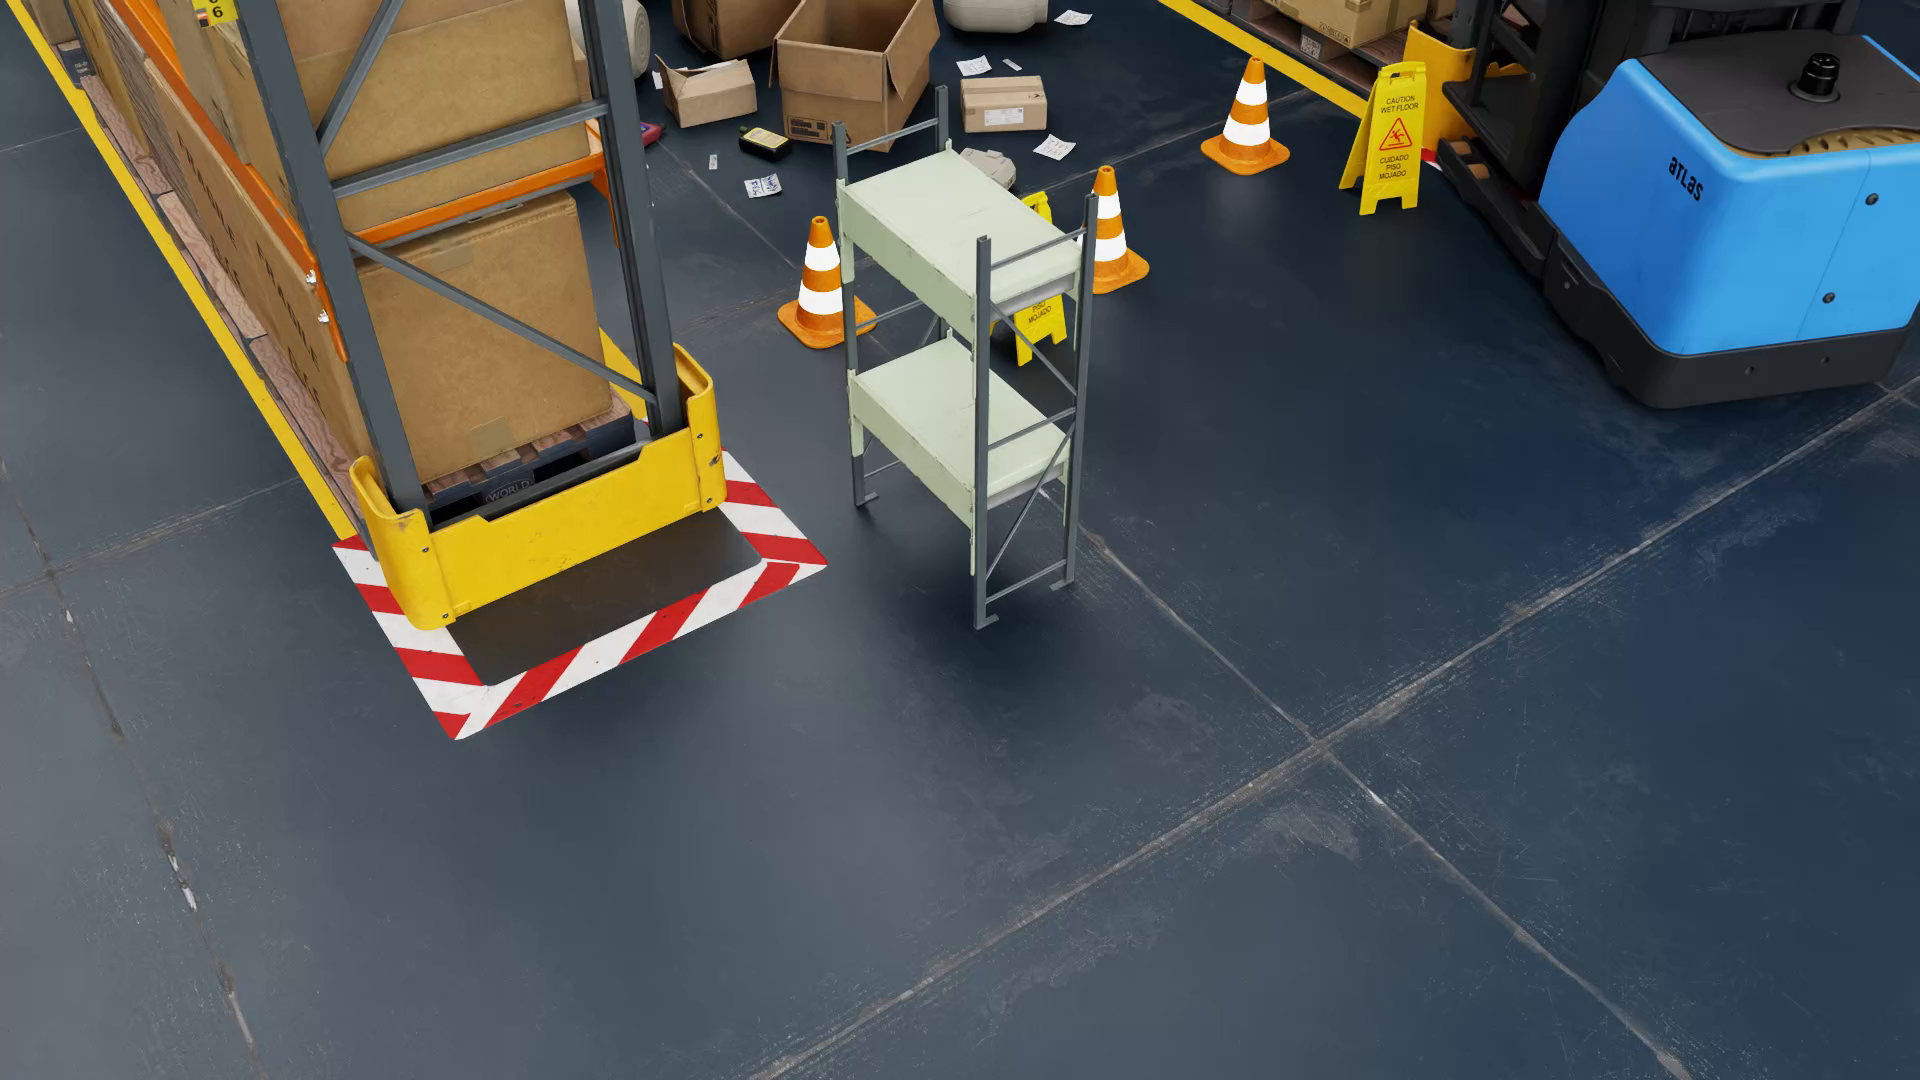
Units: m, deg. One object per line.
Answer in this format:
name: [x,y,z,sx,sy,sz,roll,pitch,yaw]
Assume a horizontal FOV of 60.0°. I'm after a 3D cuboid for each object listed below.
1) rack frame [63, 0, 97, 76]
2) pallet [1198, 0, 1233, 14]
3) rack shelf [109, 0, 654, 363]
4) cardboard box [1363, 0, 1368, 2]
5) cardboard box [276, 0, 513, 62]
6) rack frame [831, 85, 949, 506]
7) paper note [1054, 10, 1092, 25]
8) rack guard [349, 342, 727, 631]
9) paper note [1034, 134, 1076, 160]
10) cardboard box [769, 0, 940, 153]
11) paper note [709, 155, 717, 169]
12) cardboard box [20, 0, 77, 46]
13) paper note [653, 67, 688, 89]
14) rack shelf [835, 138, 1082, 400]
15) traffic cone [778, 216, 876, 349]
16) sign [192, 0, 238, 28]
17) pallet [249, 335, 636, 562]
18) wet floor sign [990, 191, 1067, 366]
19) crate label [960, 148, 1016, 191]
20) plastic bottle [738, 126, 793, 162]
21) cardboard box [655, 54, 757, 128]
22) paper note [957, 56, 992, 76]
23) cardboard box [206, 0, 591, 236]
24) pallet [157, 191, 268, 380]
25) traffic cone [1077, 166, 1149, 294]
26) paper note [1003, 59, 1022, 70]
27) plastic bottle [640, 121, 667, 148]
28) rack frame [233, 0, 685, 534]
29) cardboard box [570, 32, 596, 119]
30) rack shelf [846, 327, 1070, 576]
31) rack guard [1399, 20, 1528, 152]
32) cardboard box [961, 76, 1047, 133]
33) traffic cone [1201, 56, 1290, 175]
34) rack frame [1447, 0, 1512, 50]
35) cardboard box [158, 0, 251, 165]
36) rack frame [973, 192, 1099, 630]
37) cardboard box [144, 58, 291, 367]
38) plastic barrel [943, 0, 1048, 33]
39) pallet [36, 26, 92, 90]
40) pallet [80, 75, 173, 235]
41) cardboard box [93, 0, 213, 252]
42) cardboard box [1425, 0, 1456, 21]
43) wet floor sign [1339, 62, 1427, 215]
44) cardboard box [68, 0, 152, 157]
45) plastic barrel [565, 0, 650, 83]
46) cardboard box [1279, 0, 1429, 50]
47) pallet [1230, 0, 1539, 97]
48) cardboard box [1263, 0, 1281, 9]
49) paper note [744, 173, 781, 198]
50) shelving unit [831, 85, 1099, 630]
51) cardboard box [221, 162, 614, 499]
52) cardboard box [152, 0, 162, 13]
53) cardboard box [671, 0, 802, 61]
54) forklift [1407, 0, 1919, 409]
rack frame: [-3.682,-3.378,7.116,1.000,3.000,0.127,-26,49,-24]
pallet: [1.435,-3.324,9.079,1.003,0.211,1.213,-26,49,-24]
rack shelf: [-2.538,-1.985,6.178,1.077,0.370,4.000,-26,49,-24]
cardboard box: [1.936,-2.904,7.764,0.500,0.500,0.500,-25,49,-24]
cardboard box: [-1.575,-1.783,4.555,0.875,0.550,0.550,-26,49,-24]
rack frame: [-0.206,-0.746,5.445,0.400,1.500,0.023,-26,49,-24]
paper note: [0.584,-2.685,8.540,0.148,0.019,0.142,26,49,25]
rack guard: [-1.380,-0.195,5.592,1.175,0.500,0.348,-26,49,-24]
paper note: [0.435,-1.800,7.614,0.142,0.019,0.148,26,49,25]
cardboard box: [-0.473,-2.217,7.708,0.637,0.503,0.797,11,45,11]
paper note: [-1.119,-1.714,7.538,0.032,0.001,0.123,-3,44,-4]
cardboard box: [-4.111,-3.032,8.079,1.050,0.750,0.750,-26,49,-25]
paper note: [-1.405,-2.255,8.096,0.172,0.023,0.155,-10,45,-11]
rack shelf: [0.004,-0.821,4.959,0.431,0.370,0.720,-26,49,-24]
traffic cone: [-0.533,-1.057,6.522,0.336,0.463,0.334,-26,49,-24]
sign: [-1.847,-1.410,4.045,0.100,0.325,0.005,-26,49,-24]
pallet: [-1.916,-0.526,6.148,1.003,0.211,1.213,-26,49,-24]
wet floor sign: [0.246,-1.027,6.358,0.267,0.644,0.232,-35,53,-31]
crate label: [0.087,-1.613,7.341,0.298,0.136,0.250,18,47,18]
plastic bottle: [-0.917,-1.824,7.616,0.283,0.061,0.133,26,49,25]
cardboard box: [-1.188,-2.143,7.803,0.396,0.266,0.258,-18,46,-18]
paper note: [0.072,-2.336,8.184,0.148,0.019,0.142,-10,45,-11]
cardboard box: [-1.644,-1.359,4.893,0.875,0.550,0.550,-26,49,-24]
pallet: [-2.610,-1.216,6.871,1.003,0.211,1.213,-26,49,-24]
traffic cone: [0.588,-1.310,6.788,0.336,0.463,0.334,-26,49,-24]
paper note: [0.258,-2.343,8.197,0.032,0.001,0.123,-26,49,-24]
plastic bottle: [-1.485,-1.857,7.651,0.133,0.061,0.283,26,49,25]
rack frame: [-1.394,-1.112,4.743,1.000,3.000,0.127,-26,49,-24]
cardboard box: [-1.953,-2.001,7.482,0.500,0.500,0.500,-18,46,-18]
rack shelf: [0.004,-0.303,5.453,0.431,0.370,0.720,-26,49,-24]
rack guard: [2.565,-2.264,7.759,1.175,0.500,0.348,-26,49,-24]
cardboard box: [0.202,-2.038,7.777,0.380,0.149,0.250,-3,44,-4]
traffic cone: [1.304,-1.941,7.449,0.336,0.463,0.334,-26,49,-24]
rack frame: [2.608,-3.125,6.851,1.000,3.000,0.127,-26,49,-24]
cardboard box: [-1.976,-1.662,5.210,0.875,0.550,0.550,-26,49,-24]
rack frame: [0.213,-0.331,5.011,0.400,1.500,0.023,-26,49,-24]
cardboard box: [-2.341,-1.351,6.228,0.875,0.875,0.875,-26,50,-25]
plastic barrel: [0.185,-2.765,8.340,0.512,0.421,0.421,4,44,4]
pallet: [-4.186,-2.777,8.506,1.003,0.211,1.213,-26,49,-24]
pallet: [-3.312,-1.908,7.595,1.003,0.211,1.213,-26,49,-24]
cardboard box: [-2.861,-1.868,6.769,0.875,0.875,0.875,-25,49,-24]
cardboard box: [2.373,-2.849,8.249,0.500,0.250,0.500,-26,49,-25]
wet floor sign: [1.839,-1.743,7.109,0.267,0.644,0.232,-10,45,-11]
cardboard box: [-3.380,-2.377,7.303,0.875,0.875,0.875,-25,49,-24]
plastic barrel: [-1.775,-2.409,7.967,0.512,0.421,0.421,4,44,4]
cardboard box: [1.911,-2.648,8.038,0.500,0.250,0.500,-26,49,-25]
pallet: [2.129,-2.634,8.356,1.003,0.211,1.213,-26,49,-24]
cardboard box: [1.635,-2.930,8.335,0.500,0.250,0.500,-26,49,-24]
paper note: [-0.875,-1.573,7.377,0.144,0.017,0.142,-10,45,-11]
shelving unit: [0.004,-0.539,5.228,0.431,1.500,0.755,-26,49,-24]
cardboard box: [-1.836,-0.854,5.707,0.875,0.875,0.875,-25,49,-24]
cardboard box: [-2.531,-2.312,5.891,0.875,0.550,0.500,-26,49,-24]
cardboard box: [-1.015,-2.792,8.212,0.797,0.637,0.503,-26,49,-24]
forklift: [2.752,-2.575,6.325,1.130,2.935,3.031,-8,44,-8]
